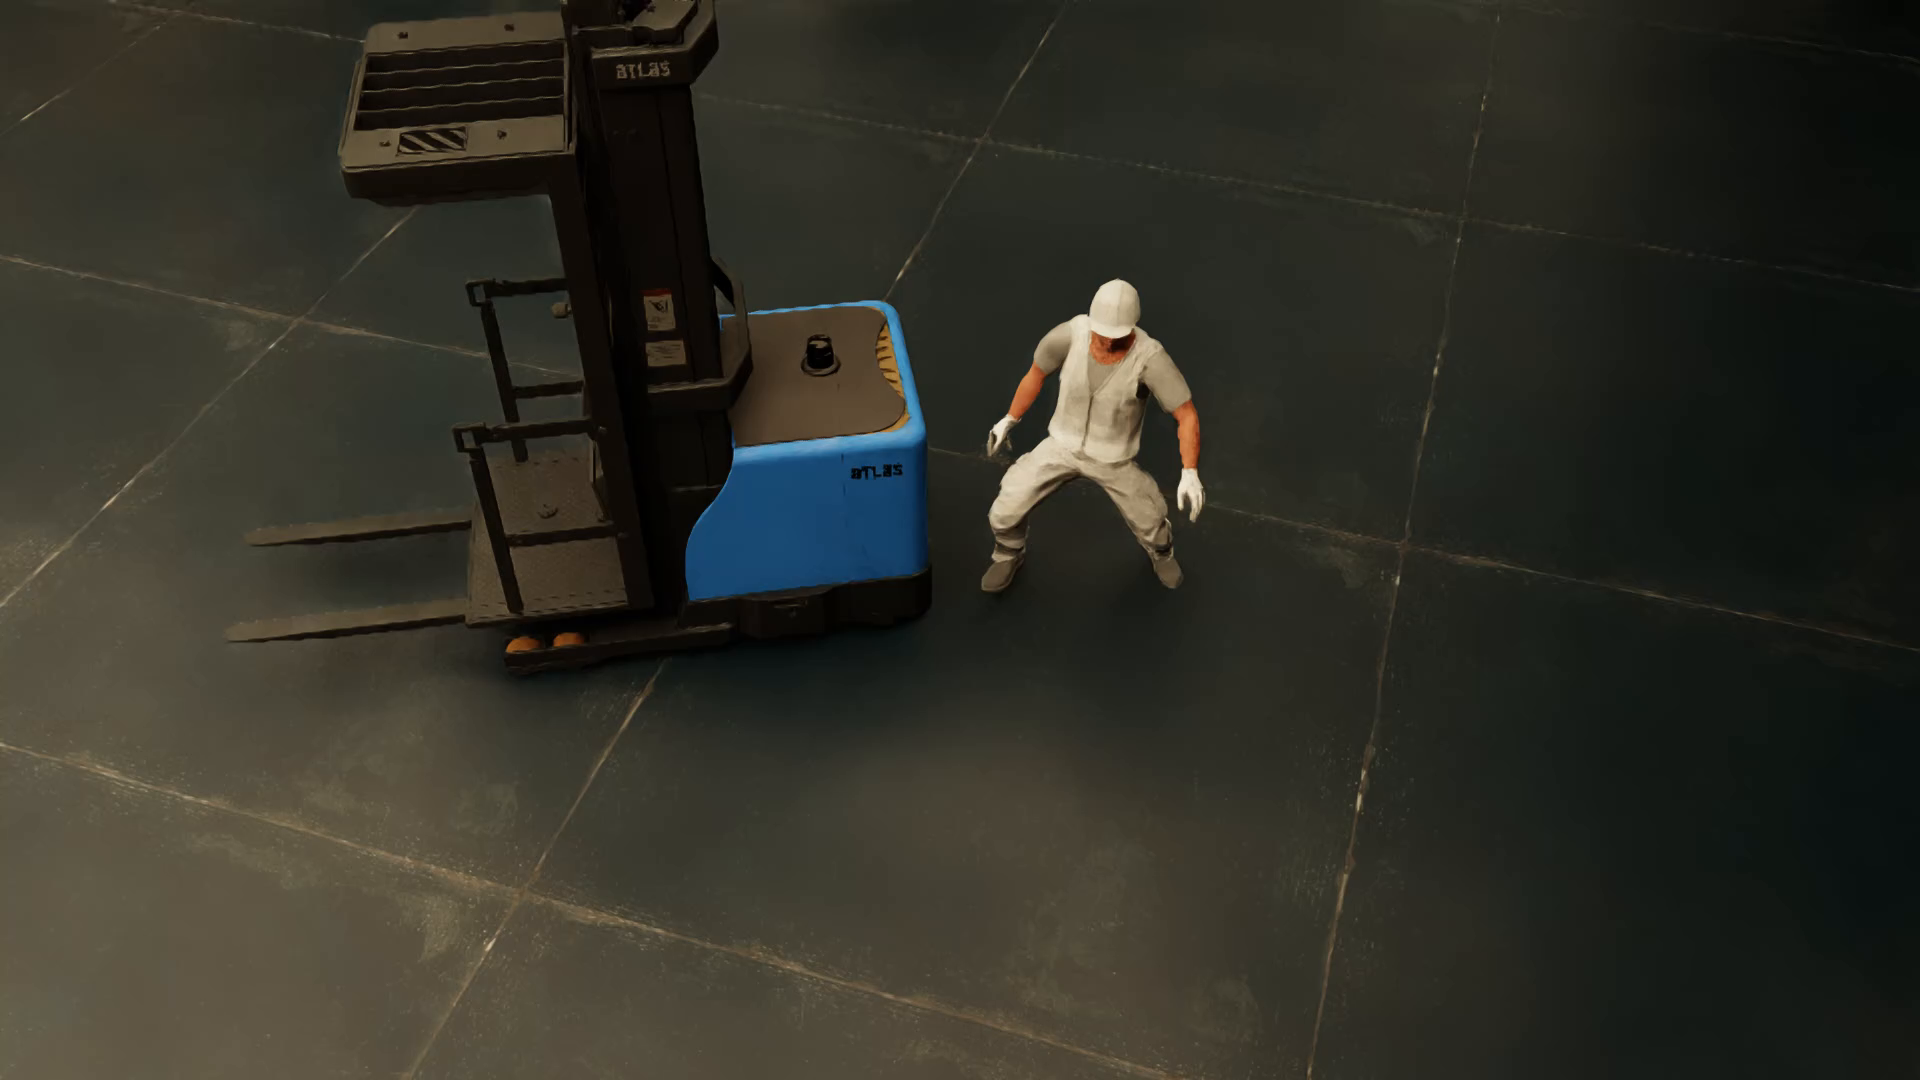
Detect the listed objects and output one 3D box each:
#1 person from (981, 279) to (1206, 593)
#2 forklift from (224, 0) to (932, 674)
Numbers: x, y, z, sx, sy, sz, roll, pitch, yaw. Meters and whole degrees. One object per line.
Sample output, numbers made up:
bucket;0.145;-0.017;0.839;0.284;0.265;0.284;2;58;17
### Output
person;0.613;-0.397;7.087;0.996;1.643;0.703;16;45;16
forklift;-1.688;-0.881;6.636;3.031;2.935;1.130;-7;43;-7
